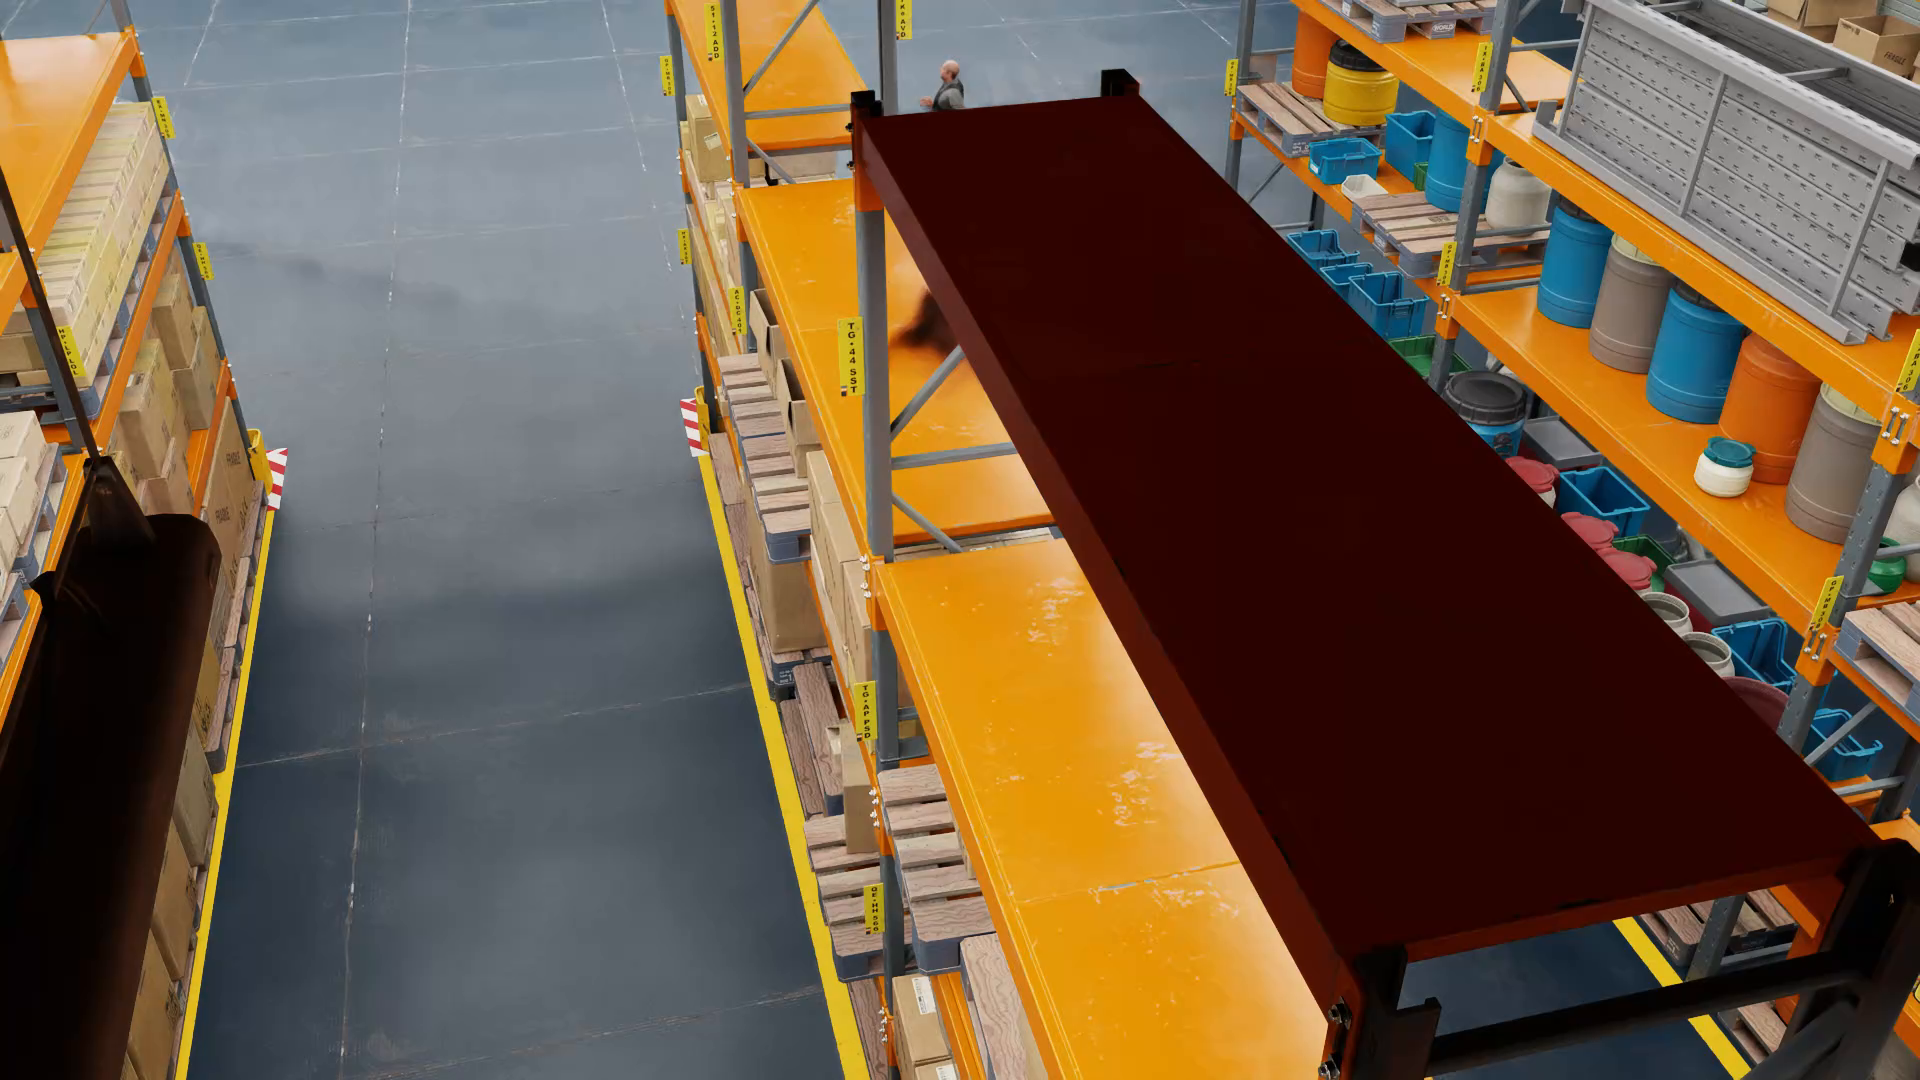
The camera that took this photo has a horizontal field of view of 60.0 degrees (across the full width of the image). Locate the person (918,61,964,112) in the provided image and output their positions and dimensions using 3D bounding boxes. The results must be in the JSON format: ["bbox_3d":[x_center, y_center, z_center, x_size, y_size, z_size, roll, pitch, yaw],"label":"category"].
[{"bbox_3d":[-0.189,-4.778,19.567,0.669,1.738,0.640,8,35,11],"label":"person"}]

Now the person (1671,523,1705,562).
[{"bbox_3d":[5.907,-0.433,13.311,0.505,1.594,0.667,-17,38,-23],"label":"person"}]

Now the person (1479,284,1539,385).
[{"bbox_3d":[4.861,-1.496,14.686,0.639,1.807,0.875,-11,36,-15],"label":"person"}]
